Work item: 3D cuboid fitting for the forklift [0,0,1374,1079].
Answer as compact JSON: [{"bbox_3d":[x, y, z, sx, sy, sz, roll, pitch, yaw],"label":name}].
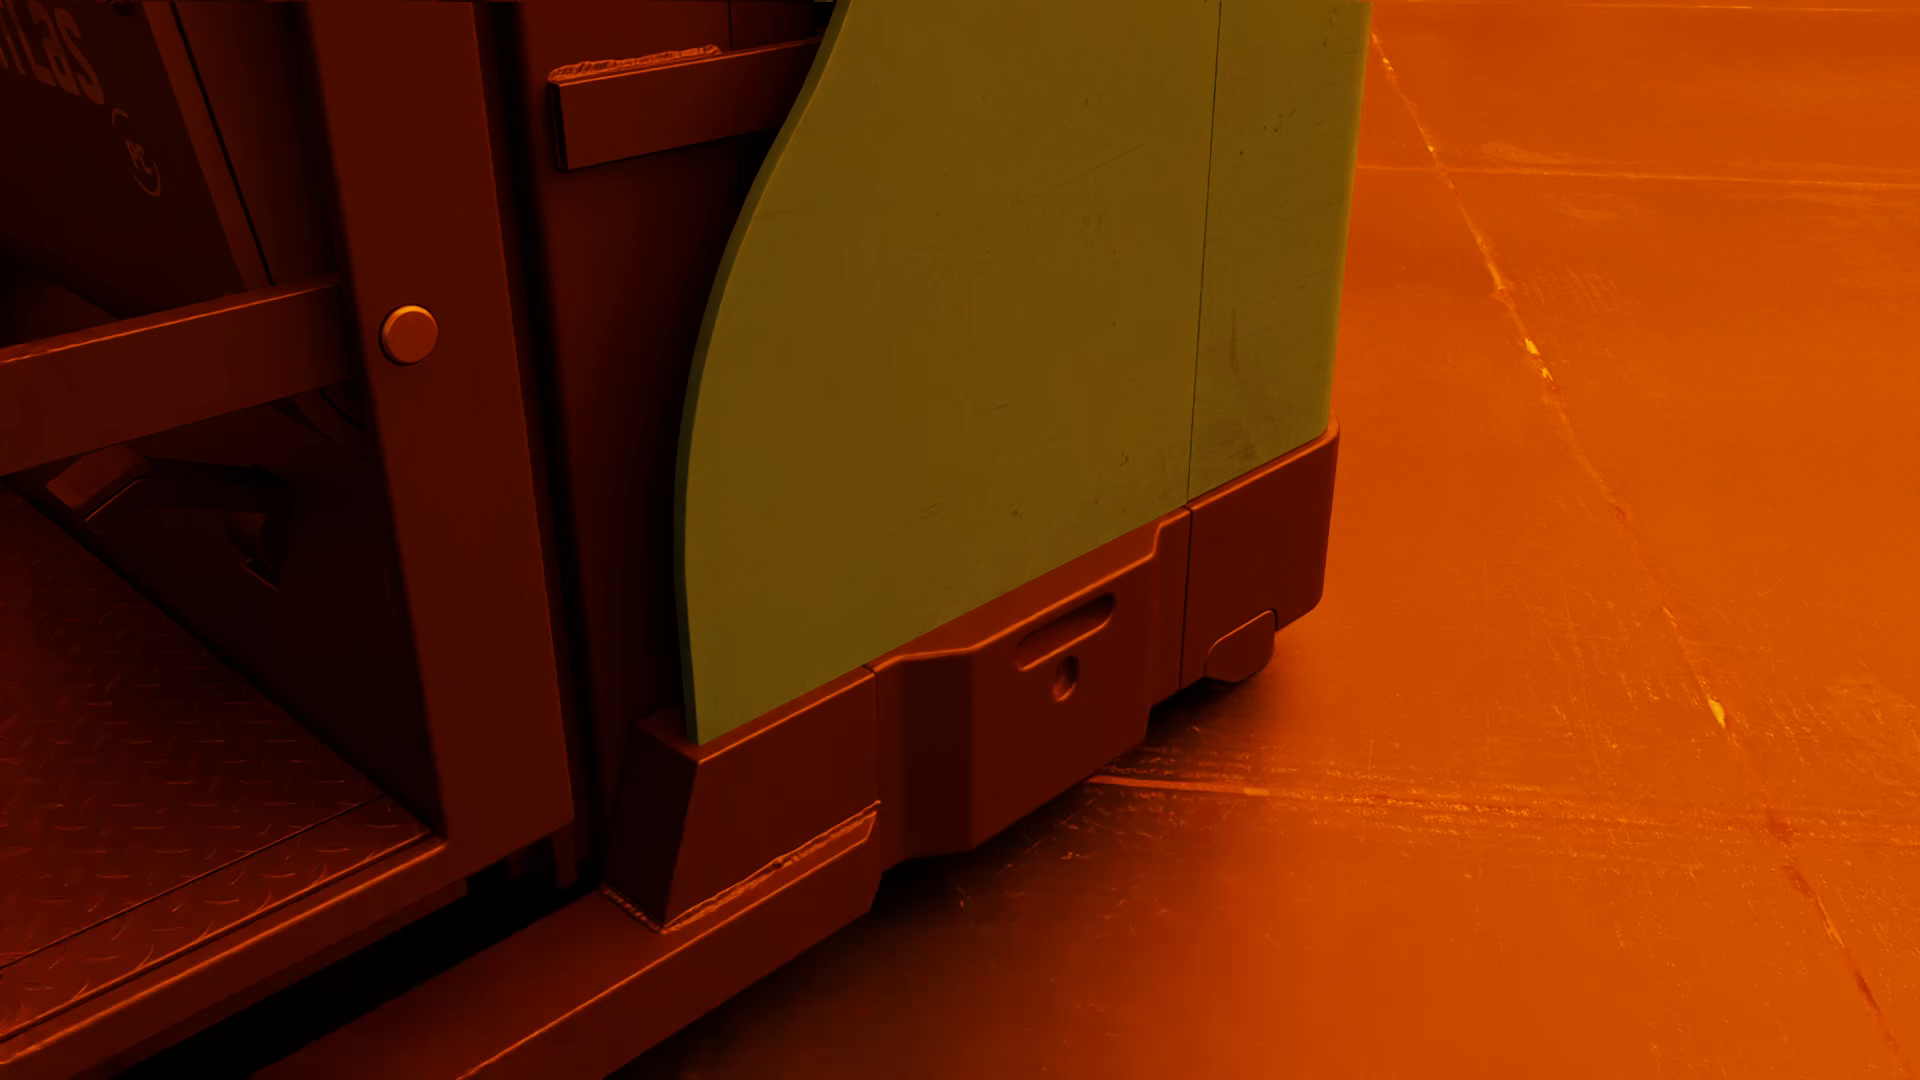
[{"bbox_3d":[-0.909,-0.868,0.956,1.130,2.935,3.031,24,35,39],"label":"forklift"}]
